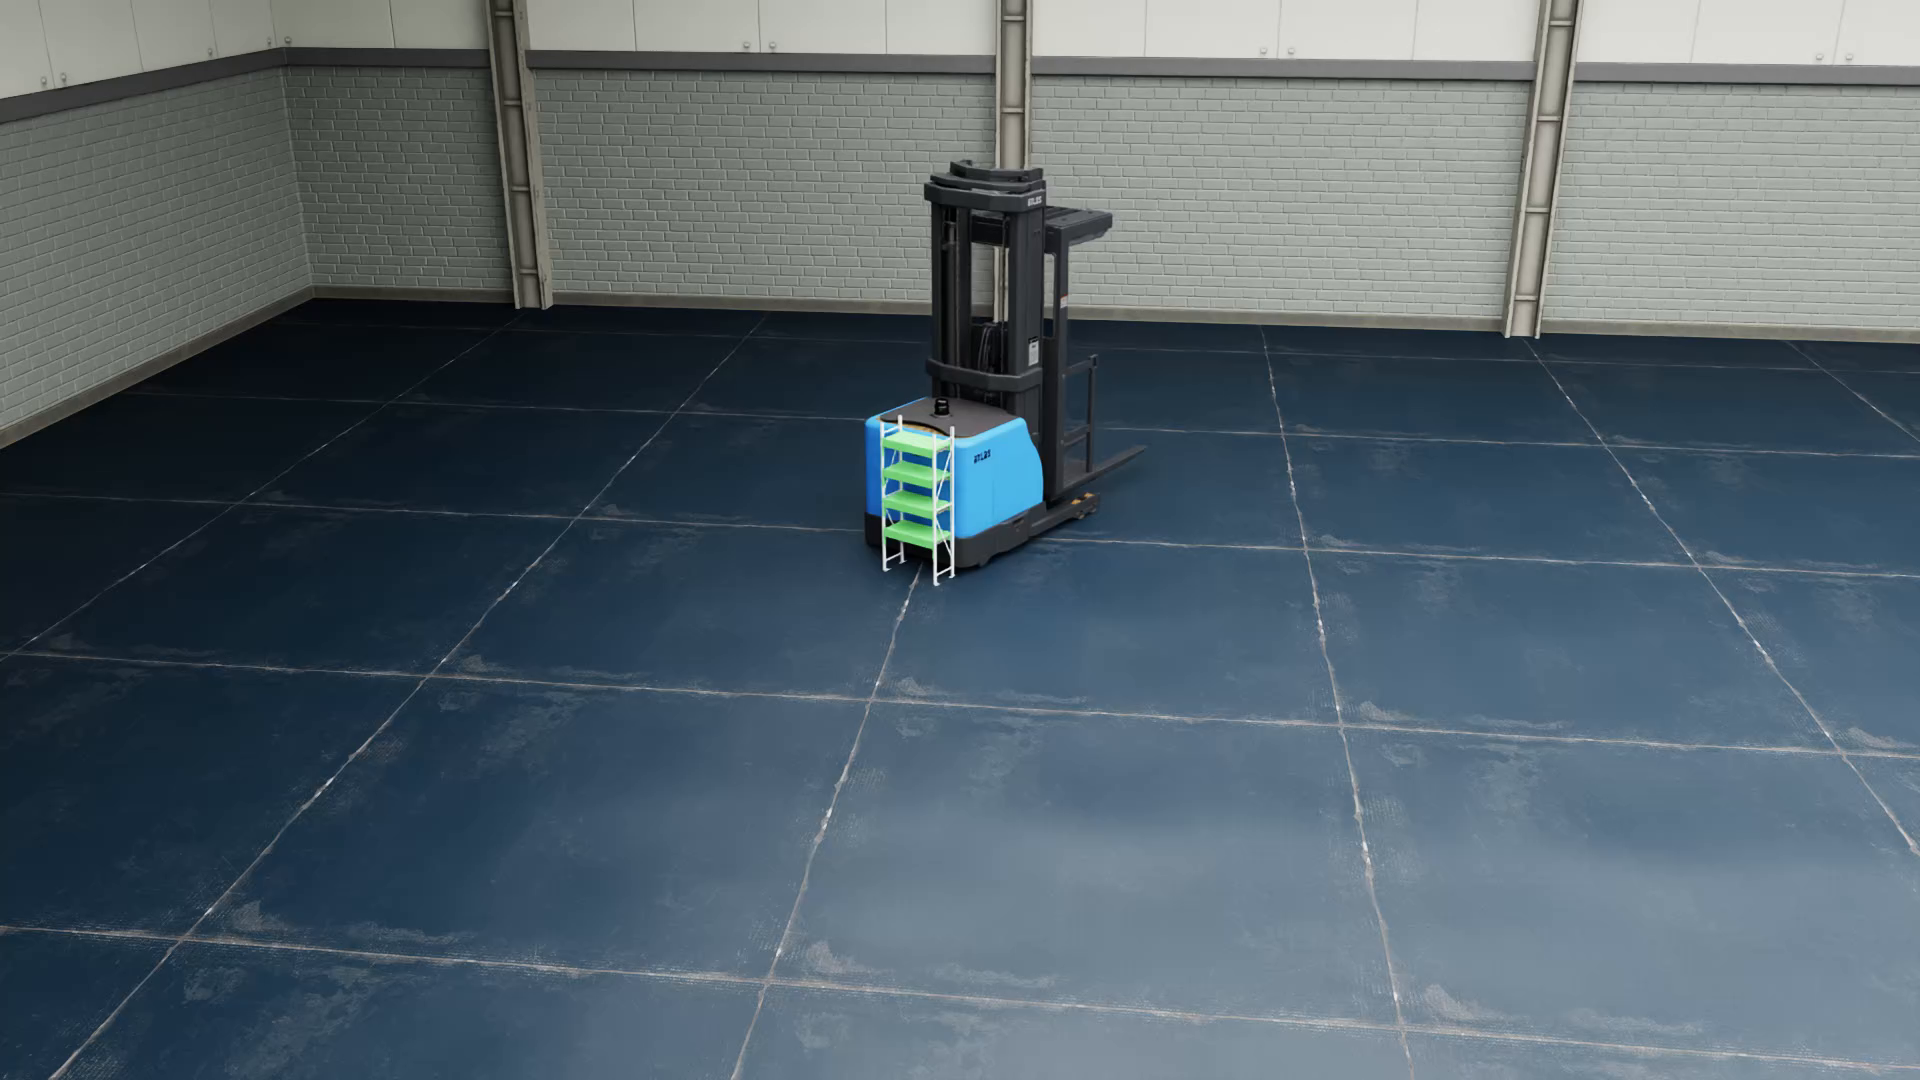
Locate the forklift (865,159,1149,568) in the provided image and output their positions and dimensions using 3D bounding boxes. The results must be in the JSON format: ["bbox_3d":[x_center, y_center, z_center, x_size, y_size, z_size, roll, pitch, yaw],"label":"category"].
[{"bbox_3d":[0.527,-1.630,13.576,1.130,2.935,3.031,15,26,34],"label":"forklift"}]

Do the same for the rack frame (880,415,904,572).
[{"bbox_3d":[-0.517,-0.349,12.691,0.015,1.200,0.240,15,26,33],"label":"rack frame"}]

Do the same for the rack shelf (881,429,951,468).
[{"bbox_3d":[-0.320,-0.683,12.404,0.480,0.148,0.258,15,26,33],"label":"rack shelf"}]

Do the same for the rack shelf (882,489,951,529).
[{"bbox_3d":[-0.320,-0.237,12.581,0.480,0.148,0.258,15,26,33],"label":"rack shelf"}]

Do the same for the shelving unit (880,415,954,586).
[{"bbox_3d":[-0.320,-0.296,12.557,0.503,1.200,0.258,15,26,33],"label":"shelving unit"}]

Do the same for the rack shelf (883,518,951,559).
[{"bbox_3d":[-0.320,-0.014,12.669,0.480,0.148,0.258,15,26,33],"label":"rack shelf"}]

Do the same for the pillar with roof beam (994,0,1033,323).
[{"bbox_3d":[0.115,-5.288,14.575,0.400,9.000,9.100,2,22,6],"label":"pillar with roof beam"}]

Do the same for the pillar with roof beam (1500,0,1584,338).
[{"bbox_3d":[6.073,-5.028,13.919,0.400,9.000,9.100,2,22,6],"label":"pillar with roof beam"}]

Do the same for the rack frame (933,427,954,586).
[{"bbox_3d":[-0.123,-0.243,12.423,0.015,1.200,0.240,15,26,33],"label":"rack frame"}]

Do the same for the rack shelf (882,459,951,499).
[{"bbox_3d":[-0.320,-0.460,12.493,0.480,0.148,0.258,15,26,33],"label":"rack shelf"}]

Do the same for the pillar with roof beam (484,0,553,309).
[{"bbox_3d":[-5.843,-5.547,15.232,0.400,9.000,9.100,2,22,6],"label":"pillar with roof beam"}]
